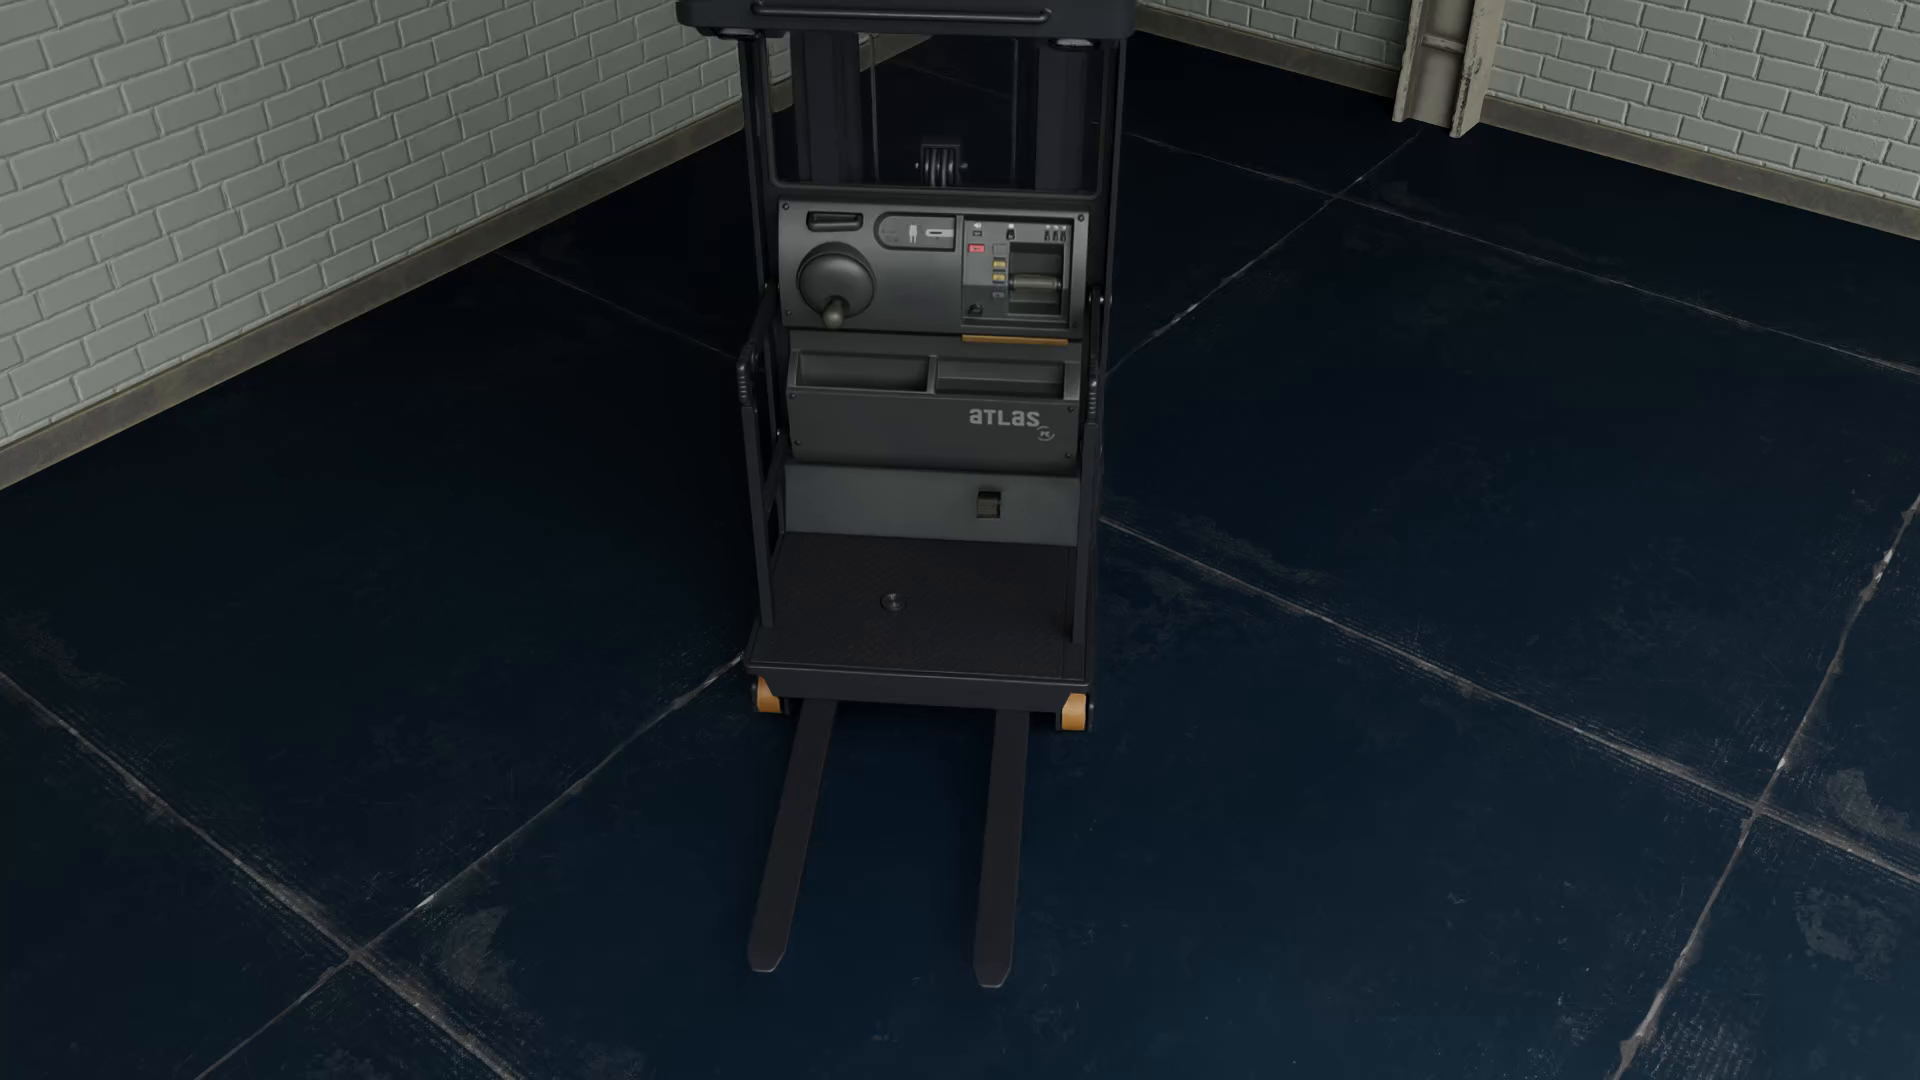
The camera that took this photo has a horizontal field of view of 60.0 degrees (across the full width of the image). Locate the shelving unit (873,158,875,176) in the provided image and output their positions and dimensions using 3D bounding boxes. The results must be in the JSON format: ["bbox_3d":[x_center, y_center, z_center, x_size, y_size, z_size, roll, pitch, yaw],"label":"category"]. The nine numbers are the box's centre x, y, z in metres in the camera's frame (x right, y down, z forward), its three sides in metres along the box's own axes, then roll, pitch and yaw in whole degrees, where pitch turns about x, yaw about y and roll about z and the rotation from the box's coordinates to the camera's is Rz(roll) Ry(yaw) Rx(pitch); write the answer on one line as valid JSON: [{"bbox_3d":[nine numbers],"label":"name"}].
[{"bbox_3d":[-0.177,-1.054,6.744,0.252,1.050,0.215,-21,43,-25],"label":"shelving unit"}]

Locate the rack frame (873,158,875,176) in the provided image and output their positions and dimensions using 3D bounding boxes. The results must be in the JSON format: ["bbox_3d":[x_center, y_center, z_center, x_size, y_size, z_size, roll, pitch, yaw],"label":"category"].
[{"bbox_3d":[-0.281,-1.014,6.694,0.008,1.050,0.200,-21,43,-25],"label":"rack frame"}]

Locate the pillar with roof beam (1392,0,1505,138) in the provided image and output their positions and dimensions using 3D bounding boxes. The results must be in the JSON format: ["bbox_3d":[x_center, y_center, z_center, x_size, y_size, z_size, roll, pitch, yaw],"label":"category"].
[{"bbox_3d":[0.027,-3.767,3.762,0.400,9.000,9.100,25,45,29],"label":"pillar with roof beam"}]

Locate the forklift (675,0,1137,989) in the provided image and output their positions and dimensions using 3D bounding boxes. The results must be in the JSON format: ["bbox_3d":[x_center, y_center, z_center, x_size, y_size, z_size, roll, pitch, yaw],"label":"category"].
[{"bbox_3d":[-0.099,-0.746,4.826,1.130,2.935,3.031,3,38,4],"label":"forklift"}]
